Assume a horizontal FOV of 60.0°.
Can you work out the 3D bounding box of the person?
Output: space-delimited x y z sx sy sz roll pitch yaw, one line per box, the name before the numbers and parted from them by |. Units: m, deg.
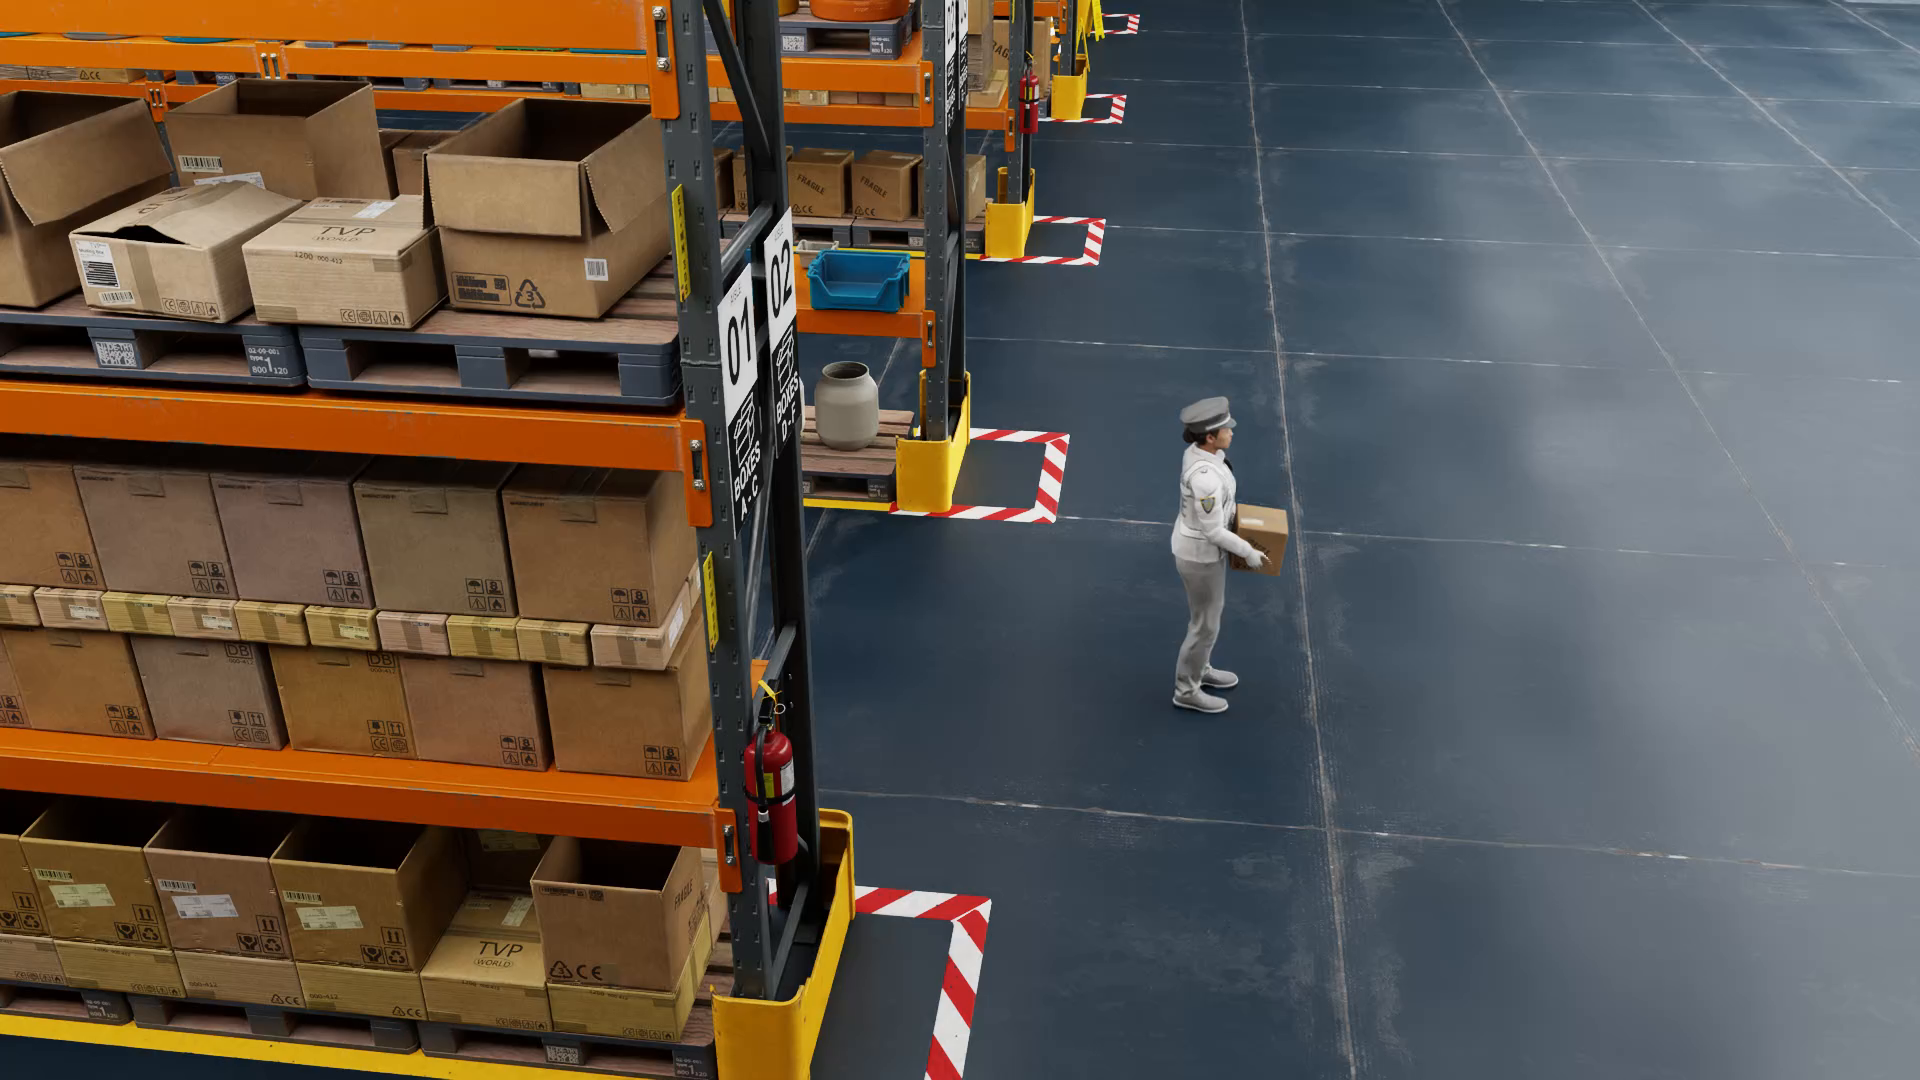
person | 1.317 0.067 8.467 0.489 1.692 0.489 3 29 6
